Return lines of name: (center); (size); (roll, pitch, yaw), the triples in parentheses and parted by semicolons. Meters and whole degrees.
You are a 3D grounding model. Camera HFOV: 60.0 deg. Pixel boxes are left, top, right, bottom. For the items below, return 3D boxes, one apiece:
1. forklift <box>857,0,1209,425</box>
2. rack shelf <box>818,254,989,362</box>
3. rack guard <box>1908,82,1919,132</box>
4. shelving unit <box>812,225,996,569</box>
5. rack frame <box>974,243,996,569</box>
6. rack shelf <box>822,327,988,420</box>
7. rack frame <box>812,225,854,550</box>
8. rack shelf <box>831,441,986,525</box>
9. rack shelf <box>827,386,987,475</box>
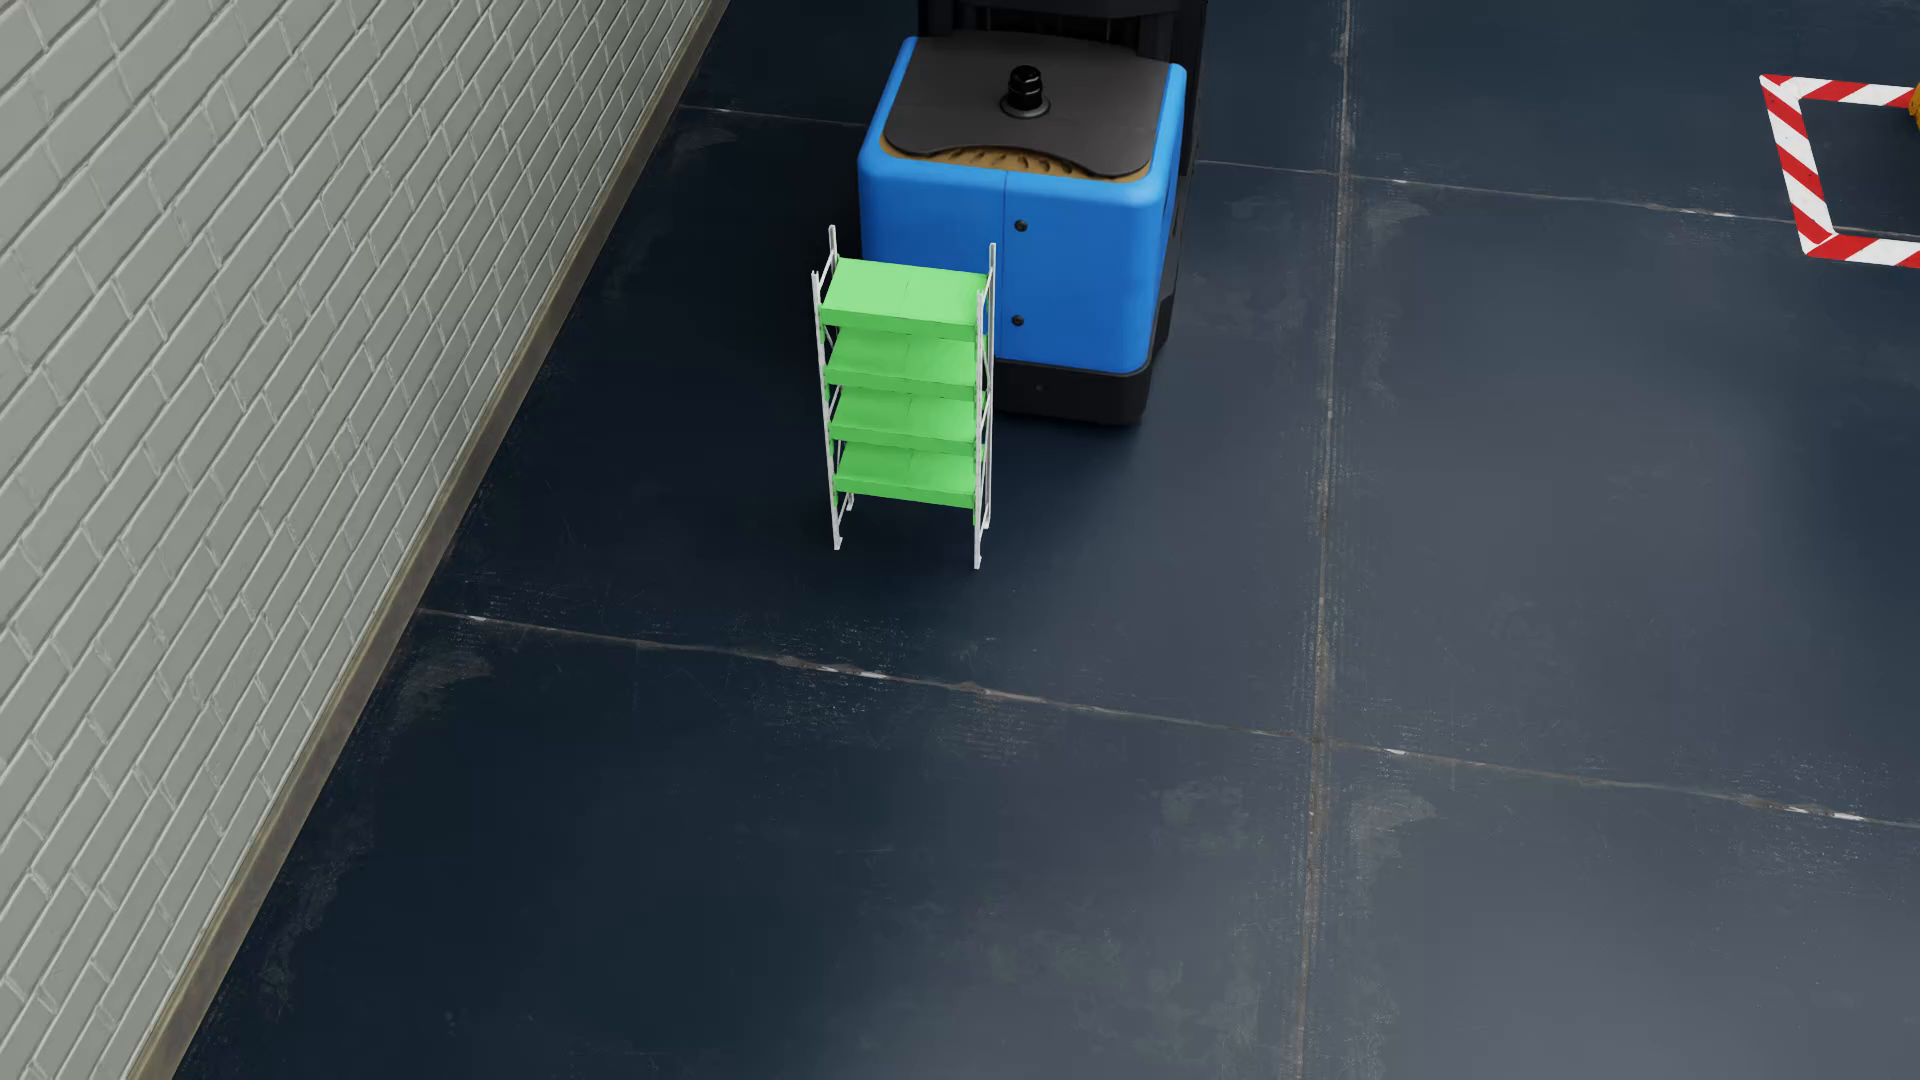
forklift: (0.429, -2.514, 6.038); (1.130, 2.935, 3.031); (8, 49, 7)
rack shelf: (-0.163, -0.701, 5.014); (0.480, 0.148, 0.258); (8, 49, 7)
rack guard: (4.354, -1.714, 6.954); (0.348, 0.500, 1.175); (8, 49, 7)
shelving unit: (-0.163, -0.423, 5.323); (0.503, 1.200, 0.258); (8, 49, 7)
rack frame: (0.077, -0.391, 5.294); (0.015, 1.200, 0.240); (8, 49, 7)
rack shelf: (-0.163, -0.541, 5.192); (0.480, 0.148, 0.258); (8, 49, 7)
rack frame: (-0.403, -0.455, 5.352); (0.015, 1.200, 0.240); (8, 49, 7)
rack shelf: (-0.163, -0.220, 5.549); (0.480, 0.148, 0.258); (8, 49, 7)
rack shelf: (-0.163, -0.380, 5.371); (0.480, 0.148, 0.258); (8, 49, 7)
